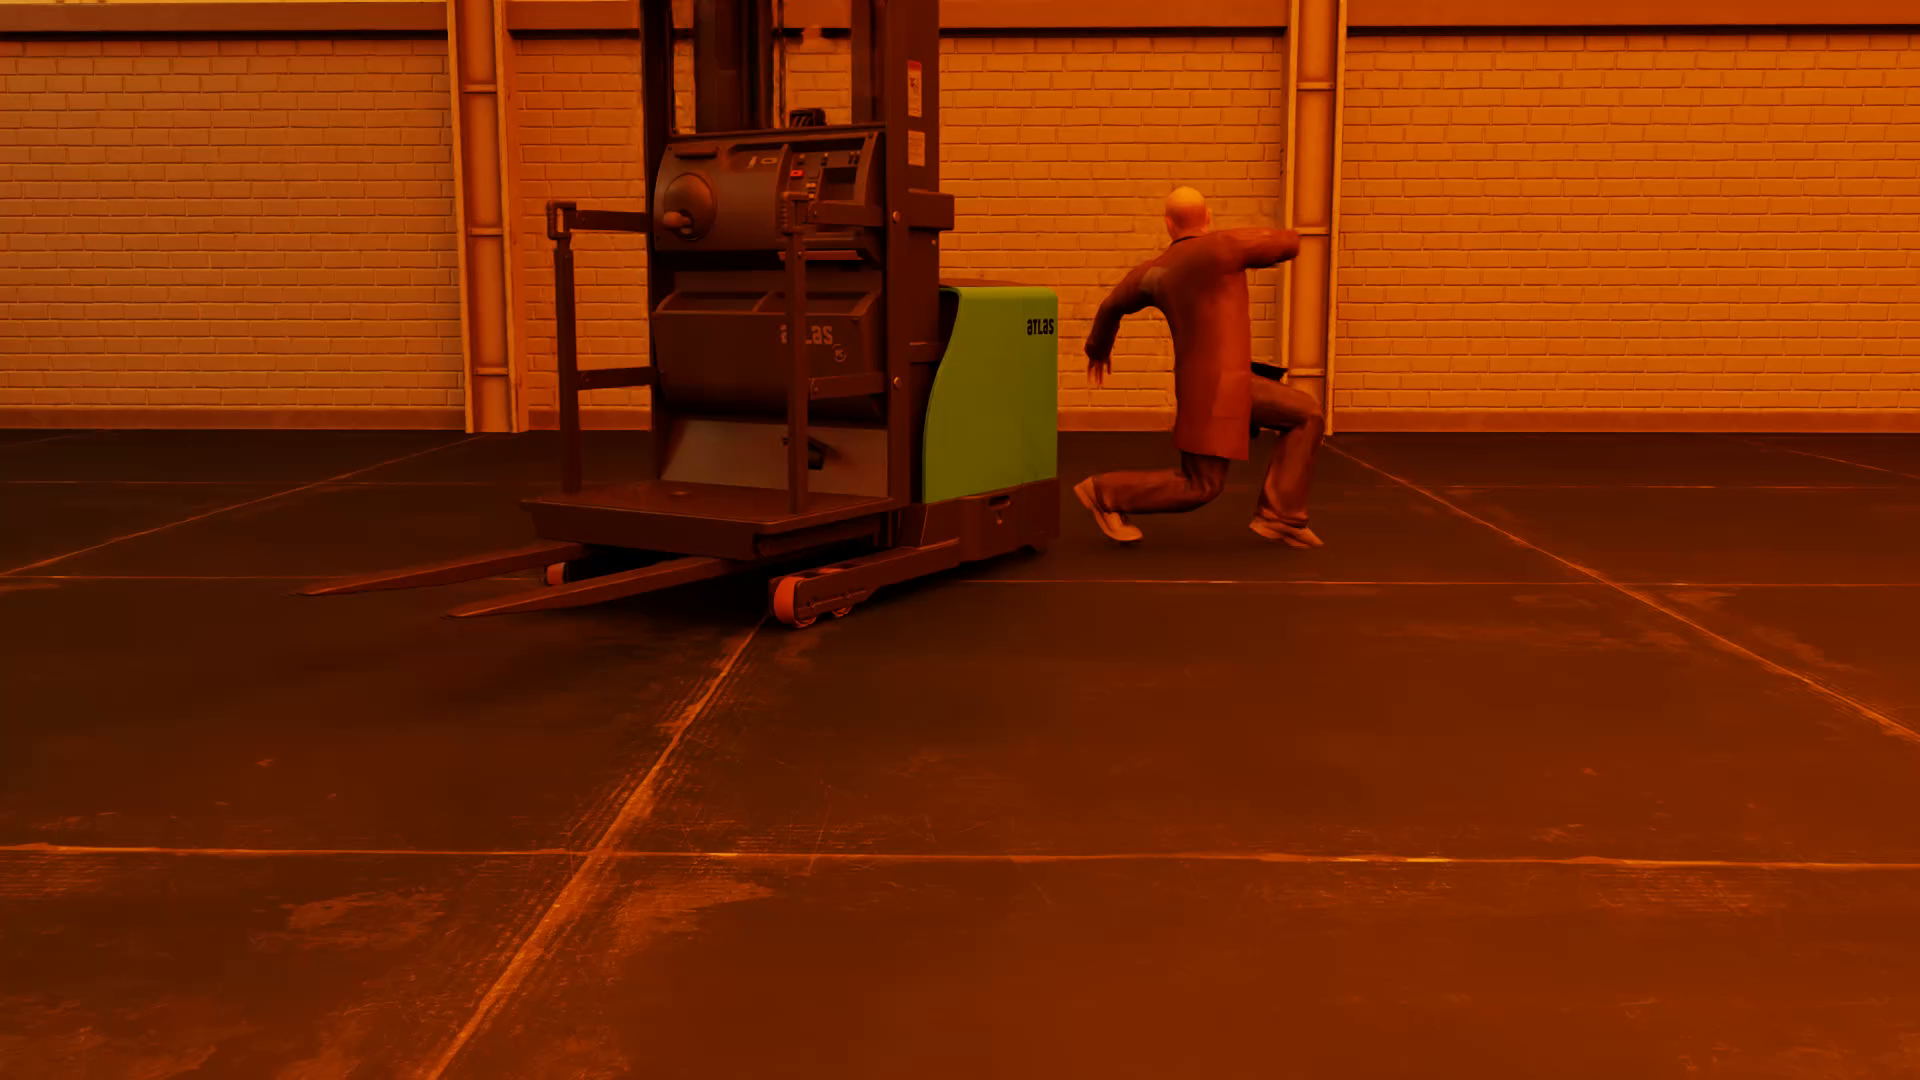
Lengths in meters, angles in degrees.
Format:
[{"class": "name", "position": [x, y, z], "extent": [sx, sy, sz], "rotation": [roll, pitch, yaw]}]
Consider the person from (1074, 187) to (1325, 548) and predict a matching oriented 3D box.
[{"class": "person", "position": [1.003, -0.713, 7.001], "extent": [1.042, 1.511, 0.862], "rotation": [0, 9, -3]}]

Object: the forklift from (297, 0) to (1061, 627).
[{"class": "forklift", "position": [-0.794, -1.250, 5.601], "extent": [1.130, 2.935, 3.031], "rotation": [5, 10, 31]}]
